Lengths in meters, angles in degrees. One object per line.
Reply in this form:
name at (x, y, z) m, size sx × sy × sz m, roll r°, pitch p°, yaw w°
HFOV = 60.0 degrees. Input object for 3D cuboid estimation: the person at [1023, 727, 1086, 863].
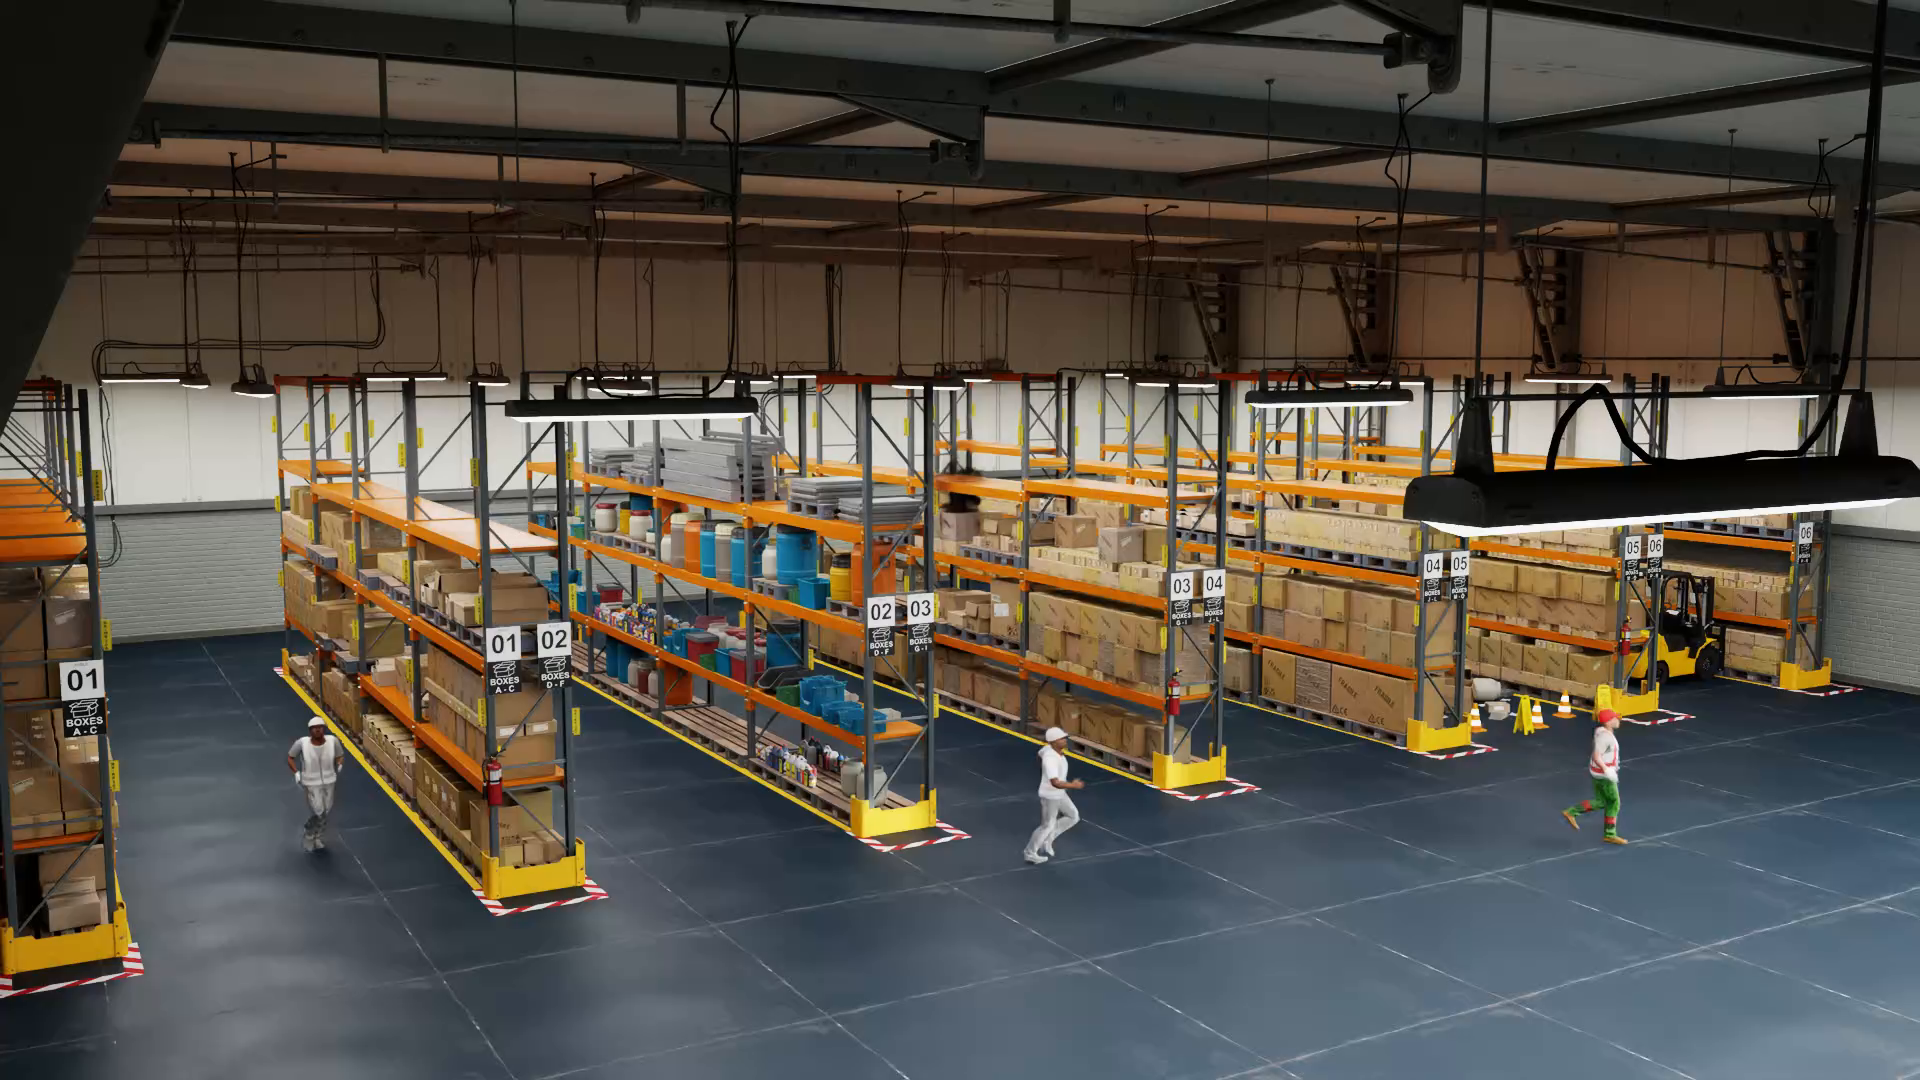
person at (1.197, 3.180, 20.848) m, size 0.785 × 1.715 × 0.726 m, roll 1°, pitch 6°, yaw 11°

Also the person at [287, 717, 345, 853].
person at (-8.174, 3.130, 21.266) m, size 0.655 × 1.758 × 0.650 m, roll -5°, pitch 8°, yaw -39°

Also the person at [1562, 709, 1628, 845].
person at (8.329, 3.072, 21.754) m, size 0.821 × 1.781 × 0.657 m, roll 1°, pitch 6°, yaw 13°
